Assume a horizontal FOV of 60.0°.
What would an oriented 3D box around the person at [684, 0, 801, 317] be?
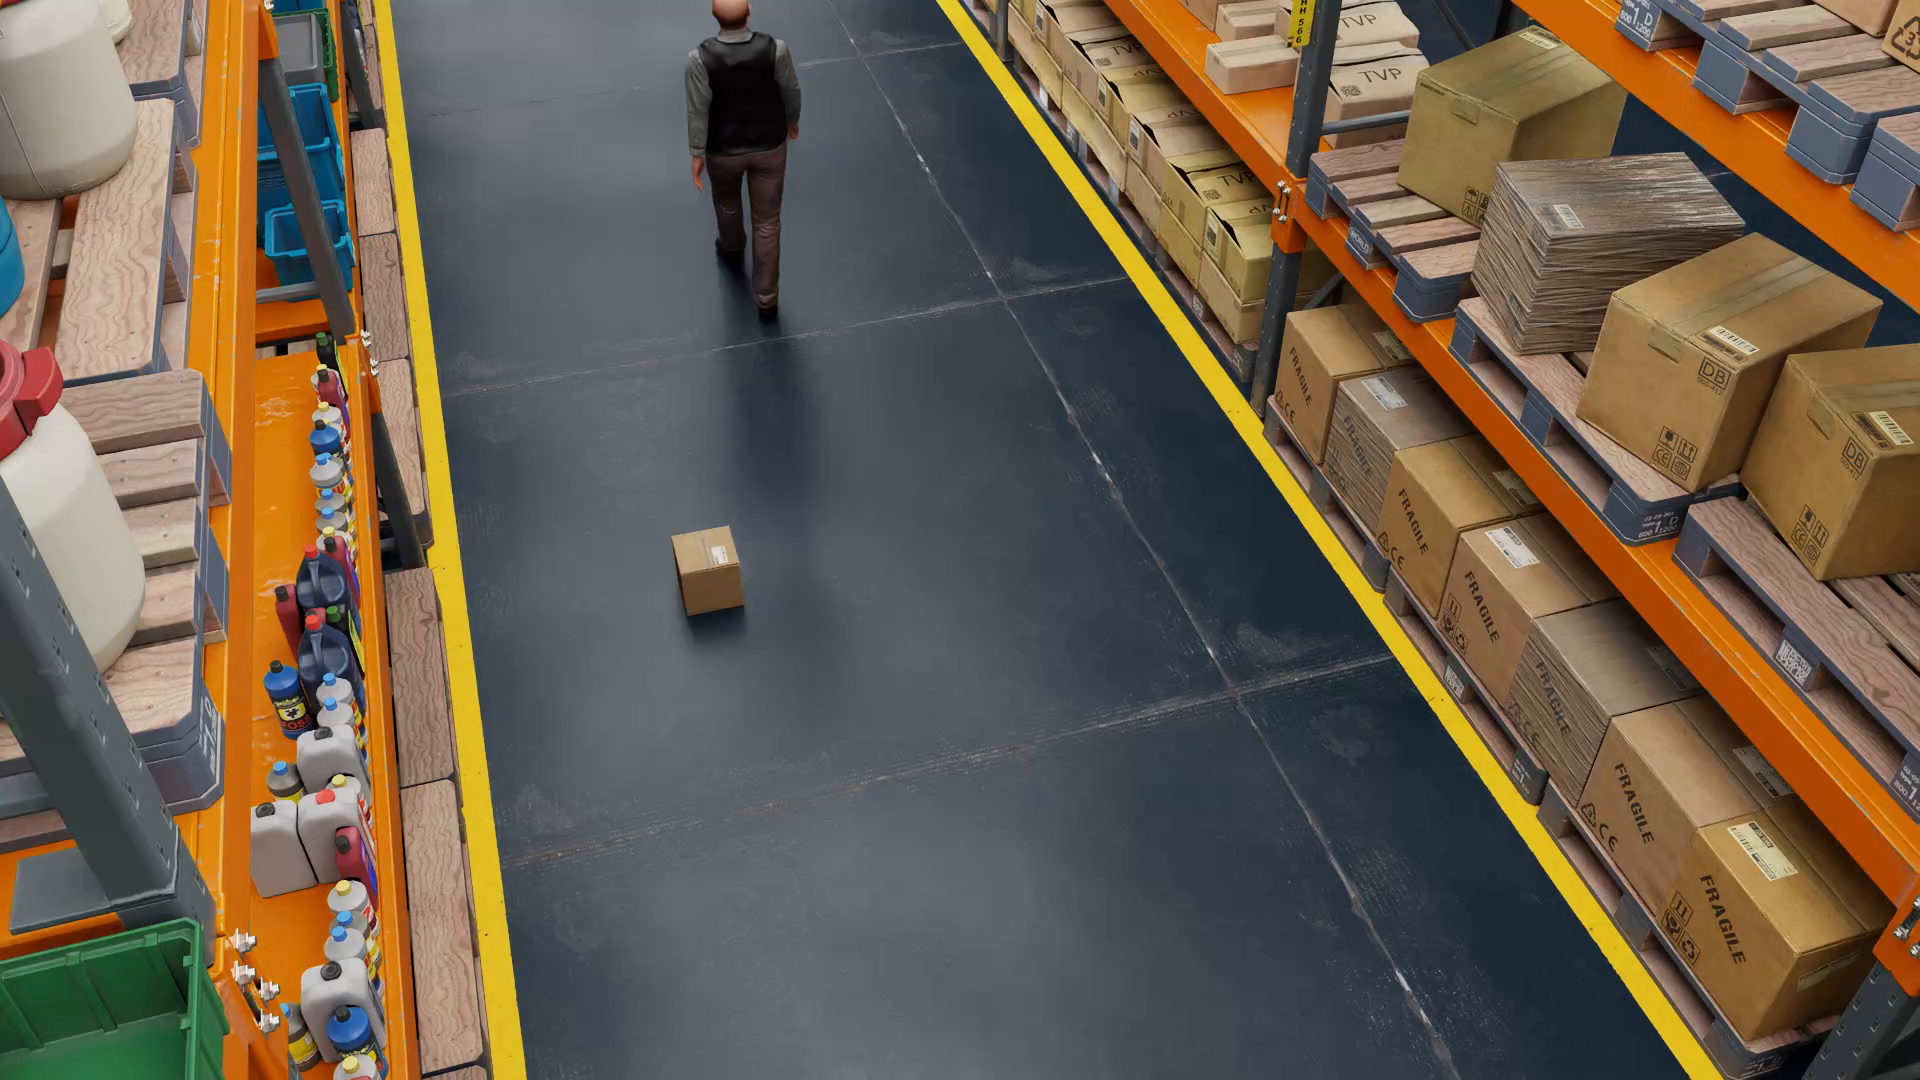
[{"bbox_3d":[-1.084,-2.050,8.438,0.579,1.695,0.904,-6,42,-6],"label":"person"}]
